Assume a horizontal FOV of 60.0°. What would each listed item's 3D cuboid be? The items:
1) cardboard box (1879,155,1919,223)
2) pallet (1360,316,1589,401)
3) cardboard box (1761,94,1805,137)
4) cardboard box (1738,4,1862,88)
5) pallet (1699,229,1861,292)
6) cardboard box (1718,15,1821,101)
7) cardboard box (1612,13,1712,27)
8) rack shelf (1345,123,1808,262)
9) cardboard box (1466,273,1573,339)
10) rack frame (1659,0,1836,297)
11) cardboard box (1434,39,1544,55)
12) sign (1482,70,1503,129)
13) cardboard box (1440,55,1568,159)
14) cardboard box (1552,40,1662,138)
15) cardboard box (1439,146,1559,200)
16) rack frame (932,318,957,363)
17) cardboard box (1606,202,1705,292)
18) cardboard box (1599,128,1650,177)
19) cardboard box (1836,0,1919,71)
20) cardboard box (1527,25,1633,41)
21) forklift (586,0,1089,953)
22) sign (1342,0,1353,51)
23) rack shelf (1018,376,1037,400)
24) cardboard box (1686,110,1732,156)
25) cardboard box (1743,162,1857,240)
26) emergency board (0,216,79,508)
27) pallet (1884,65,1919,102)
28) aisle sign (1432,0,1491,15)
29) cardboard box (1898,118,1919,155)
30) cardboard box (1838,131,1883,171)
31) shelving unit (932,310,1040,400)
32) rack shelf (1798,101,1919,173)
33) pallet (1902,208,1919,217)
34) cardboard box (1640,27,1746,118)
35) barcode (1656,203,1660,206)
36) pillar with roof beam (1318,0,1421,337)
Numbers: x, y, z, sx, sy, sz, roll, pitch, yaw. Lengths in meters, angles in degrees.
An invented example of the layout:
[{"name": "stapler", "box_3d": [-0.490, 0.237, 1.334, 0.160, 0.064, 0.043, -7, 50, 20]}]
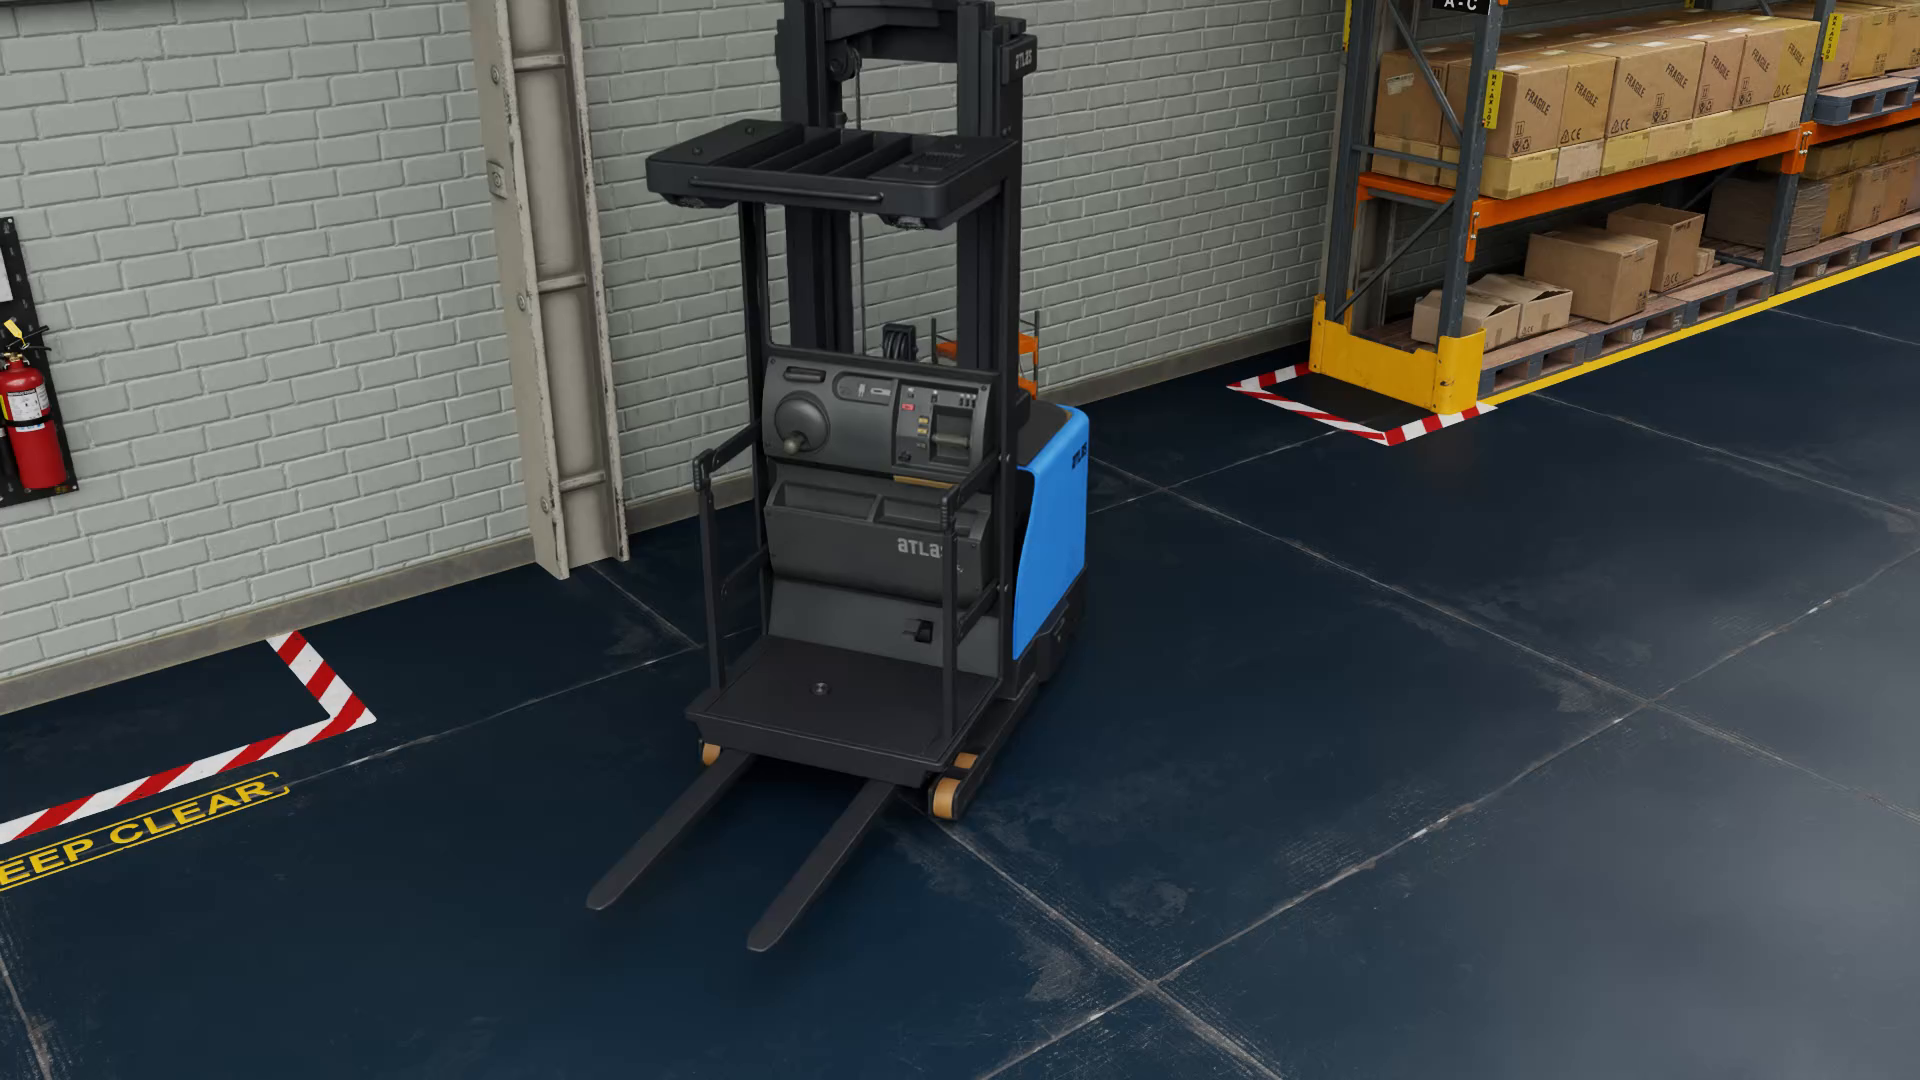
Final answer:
[{"name": "cardboard box", "box_3d": [7.674, -3.058, 14.224, 0.500, 0.500, 0.700, -18, 31, -34]}, {"name": "pallet", "box_3d": [3.484, -1.307, 11.315, 1.213, 0.211, 1.003, -18, 31, -34]}, {"name": "cardboard box", "box_3d": [5.725, -3.109, 12.041, 0.500, 0.250, 0.500, -18, 30, -34]}, {"name": "cardboard box", "box_3d": [6.333, -3.758, 12.642, 0.500, 0.500, 0.700, -18, 30, -34]}, {"name": "pallet", "box_3d": [6.523, -2.330, 13.519, 1.213, 0.211, 1.003, -18, 31, -34]}, {"name": "cardboard box", "box_3d": [5.730, -3.448, 11.879, 0.500, 0.500, 0.500, -18, 31, -34]}, {"name": "cardboard box", "box_3d": [5.003, -3.487, 11.964, 0.500, 0.500, 0.500, -18, 31, -34]}, {"name": "rack shelf", "box_3d": [4.337, -2.546, 11.527, 4.000, 0.370, 1.077, -18, 31, -34]}, {"name": "cardboard box", "box_3d": [3.812, -1.631, 11.372, 0.500, 0.311, 0.500, -15, 29, -30]}, {"name": "rack frame", "box_3d": [5.911, -3.392, 12.495, 0.127, 3.000, 1.000, -18, 31, -34]}, {"name": "cardboard box", "box_3d": [3.405, -2.954, 10.816, 0.500, 0.500, 0.500, -18, 30, -33]}, {"name": "sign", "box_3d": [3.098, -2.566, 9.687, 0.005, 0.325, 0.100, -18, 31, -34]}, {"name": "cardboard box", "box_3d": [3.325, -2.658, 10.178, 0.500, 0.500, 0.500, -18, 31, -34]}, {"name": "cardboard box", "box_3d": [4.130, -2.916, 10.733, 0.500, 0.500, 0.500, -19, 31, -36]}, {"name": "cardboard box", "box_3d": [3.343, -2.315, 10.330, 0.500, 0.250, 0.500, -19, 31, -35]}, {"name": "rack frame", "box_3d": [-0.062, -0.524, 8.453, 0.015, 1.200, 0.240, -18, 31, -34]}, {"name": "cardboard box", "box_3d": [5.119, -2.175, 12.319, 0.500, 0.500, 0.500, -21, 32, -38]}, {"name": "cardboard box", "box_3d": [4.148, -2.585, 10.912, 0.500, 0.250, 0.500, -19, 31, -35]}, {"name": "cardboard box", "box_3d": [7.276, -4.082, 13.340, 0.500, 0.500, 0.700, -14, 28, -27]}, {"name": "cardboard box", "box_3d": [4.206, -3.221, 11.390, 0.500, 0.500, 0.500, -18, 30, -33]}, {"name": "forklift", "box_3d": [-0.405, -0.445, 6.228, 1.130, 2.935, 3.031, 9, 26, 19]}, {"name": "sign", "box_3d": [2.437, -3.210, 10.353, 0.005, 0.325, 0.100, -18, 31, -34]}, {"name": "rack shelf", "box_3d": [0.130, -0.729, 8.524, 0.480, 0.148, 0.258, -18, 31, -34]}, {"name": "cardboard box", "box_3d": [4.942, -2.847, 11.475, 0.500, 0.250, 0.500, -18, 31, -34]}, {"name": "cardboard box", "box_3d": [6.856, -2.805, 13.678, 0.500, 0.500, 0.700, -19, 31, -35]}, {"name": "emergency board", "box_3d": [-3.909, -0.633, 6.551, 0.643, 1.169, 0.194, -18, 31, -34]}, {"name": "pallet", "box_3d": [7.526, -3.816, 13.637, 1.213, 0.211, 1.003, -18, 31, -34]}, {"name": "aisle sign", "box_3d": [2.892, -3.414, 9.455, 0.004, 0.787, 0.394, -18, 31, -34]}, {"name": "cardboard box", "box_3d": [8.037, -3.505, 14.295, 0.500, 0.250, 0.500, -18, 30, -33]}, {"name": "cardboard box", "box_3d": [7.232, -3.246, 13.738, 0.500, 0.250, 0.500, -19, 31, -35]}, {"name": "shelving unit", "box_3d": [0.130, -0.587, 8.590, 0.503, 1.200, 0.258, -18, 31, -34]}, {"name": "rack shelf", "box_3d": [7.485, -3.585, 13.766, 4.000, 0.370, 1.077, -18, 31, -34]}, {"name": "pallet", "box_3d": [8.443, -2.963, 14.885, 1.213, 0.211, 1.003, -18, 31, -34]}, {"name": "cardboard box", "box_3d": [4.938, -3.189, 11.322, 0.500, 0.500, 0.500, -19, 31, -35]}, {"name": "barcode", "box_3d": [5.338, -2.542, 12.730, 0.075, 0.075, 0.001, -18, 31, -34]}, {"name": "pillar with roof beam", "box_3d": [5.437, -4.116, 6.930, 0.400, 9.000, 9.100, -18, 31, -34]}]
